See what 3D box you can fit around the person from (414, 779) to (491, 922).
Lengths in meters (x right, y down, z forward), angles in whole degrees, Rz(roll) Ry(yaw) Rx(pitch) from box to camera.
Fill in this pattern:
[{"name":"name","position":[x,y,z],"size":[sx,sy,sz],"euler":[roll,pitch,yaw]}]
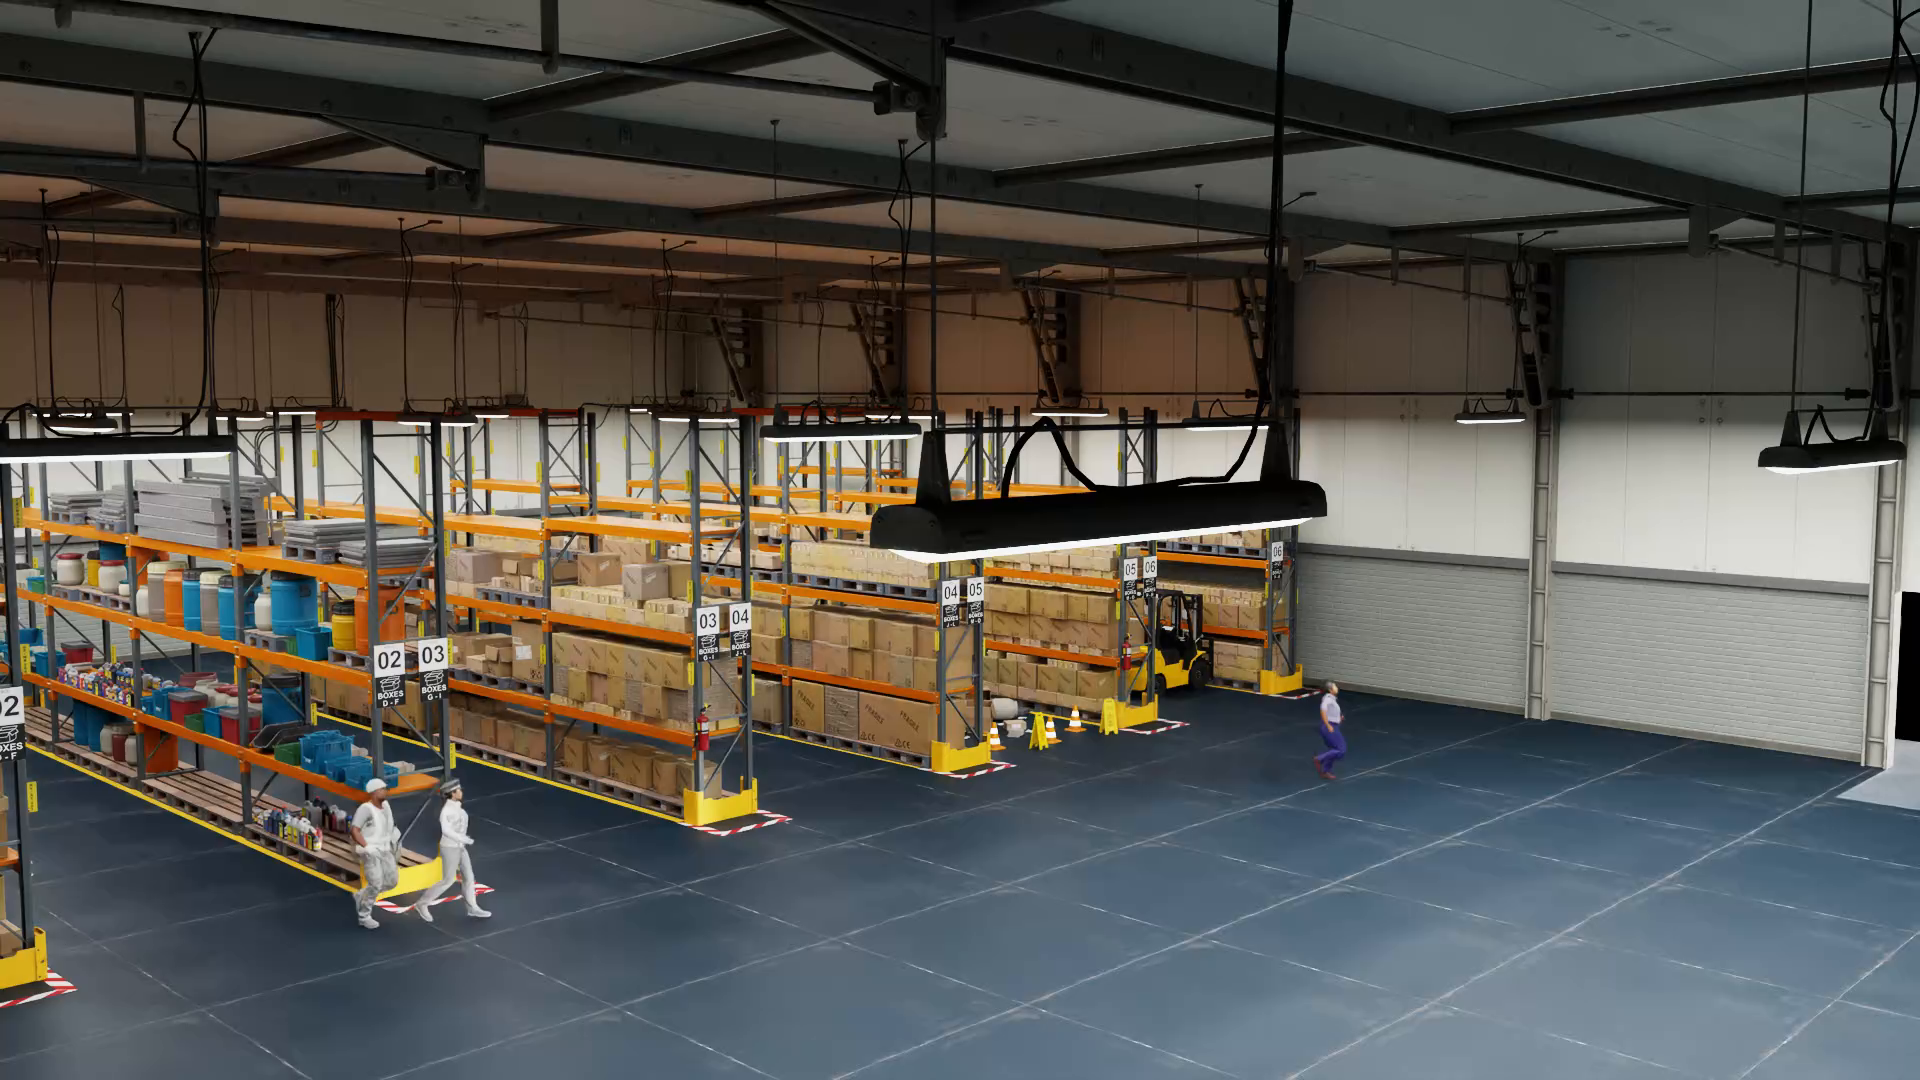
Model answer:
[{"name":"person","position":[-6.104,3.705,20.016],"size":[0.880,1.663,0.675],"euler":[-1,5,-9]}]

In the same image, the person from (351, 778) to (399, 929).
[{"name":"person","position":[-6.997,3.715,19.892],"size":[0.552,1.721,0.741],"euler":[1,5,14]}]

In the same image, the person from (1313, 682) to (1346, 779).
[{"name":"person","position":[6.064,3.123,27.281],"size":[0.559,1.612,0.634],"euler":[0,5,5]}]
